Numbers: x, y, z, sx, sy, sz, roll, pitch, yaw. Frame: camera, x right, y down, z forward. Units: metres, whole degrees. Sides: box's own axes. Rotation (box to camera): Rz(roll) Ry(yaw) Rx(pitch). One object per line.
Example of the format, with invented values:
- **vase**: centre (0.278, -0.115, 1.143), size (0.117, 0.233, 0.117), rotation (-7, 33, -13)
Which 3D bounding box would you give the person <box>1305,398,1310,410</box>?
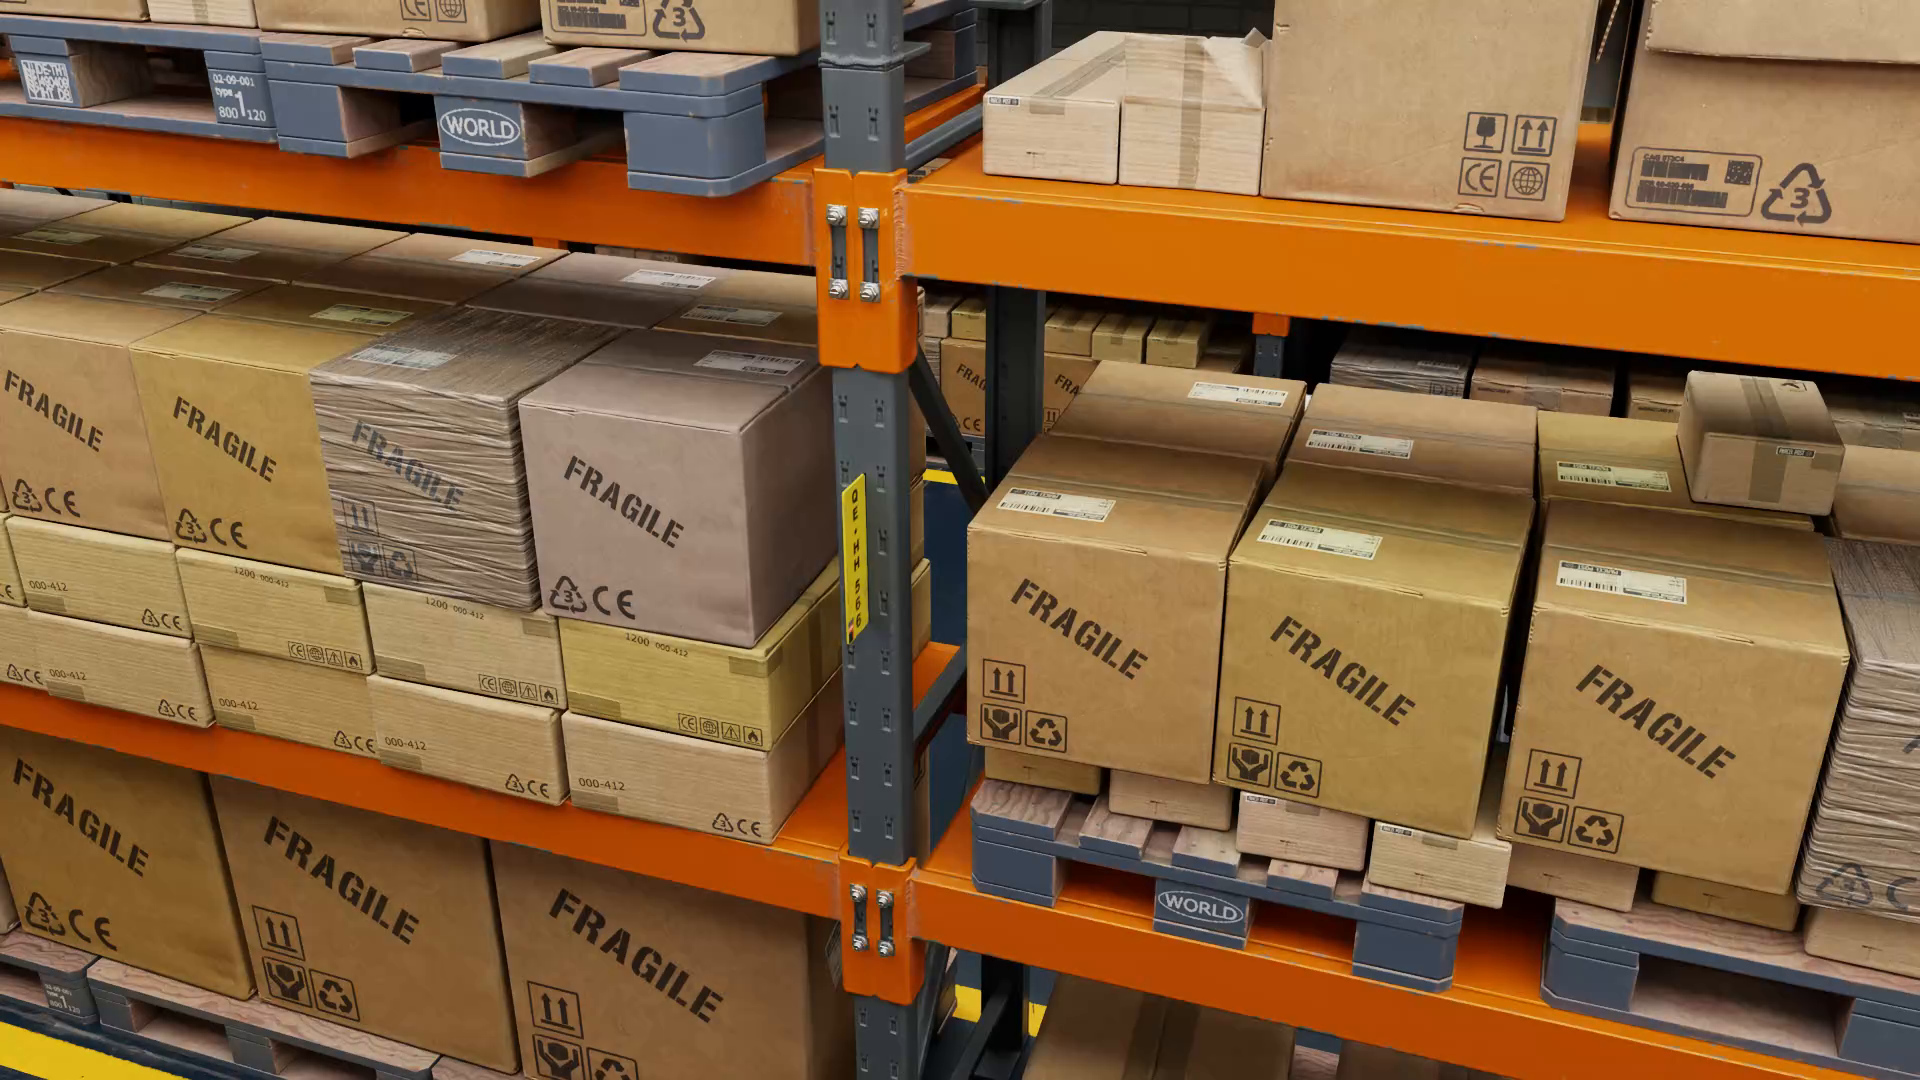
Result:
- **person**: centre (0.992, 0.362, 5.346), size (0.500, 1.750, 0.658), rotation (9, 27, 19)
